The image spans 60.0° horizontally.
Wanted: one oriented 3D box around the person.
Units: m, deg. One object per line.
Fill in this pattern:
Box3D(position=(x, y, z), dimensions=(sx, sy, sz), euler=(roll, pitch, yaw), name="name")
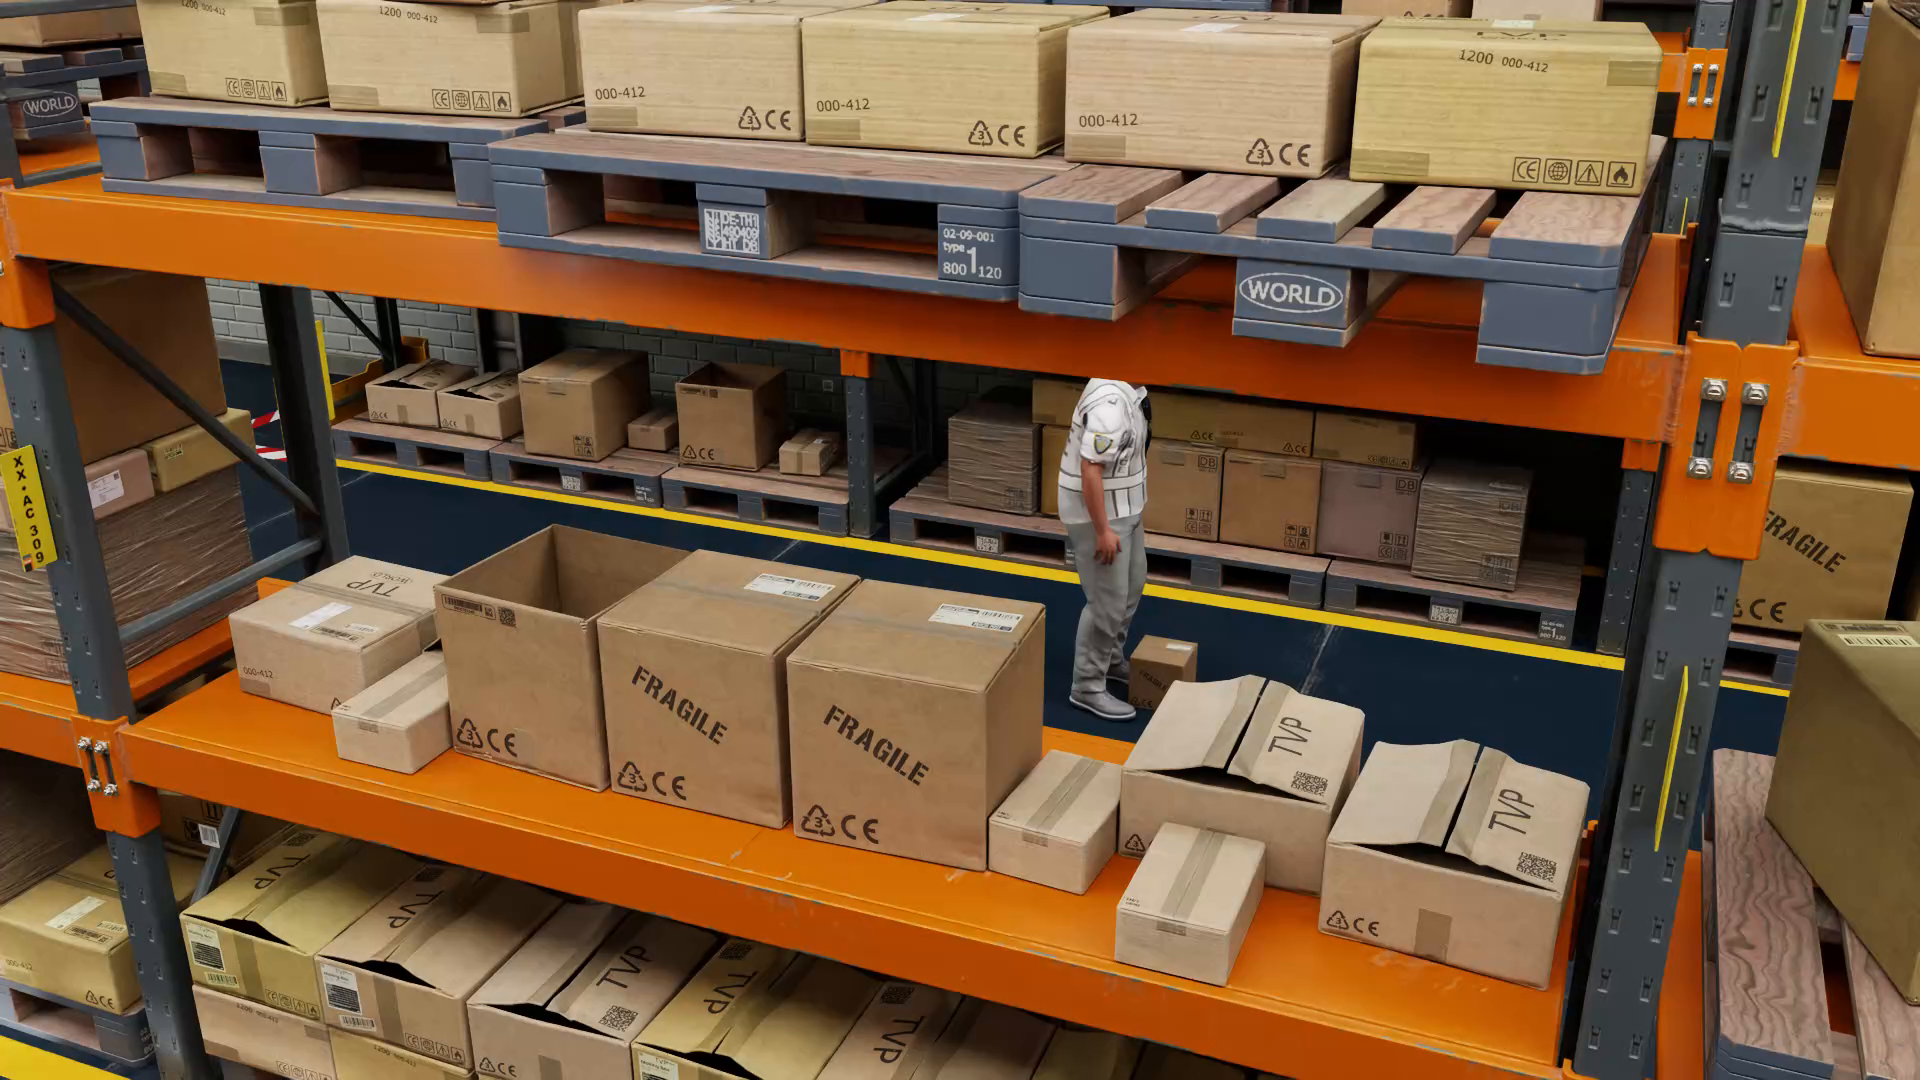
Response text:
Box3D(position=(0.666, -0.117, 7.366), dimensions=(0.436, 1.748, 0.586), euler=(9, 24, 21), name="person")
